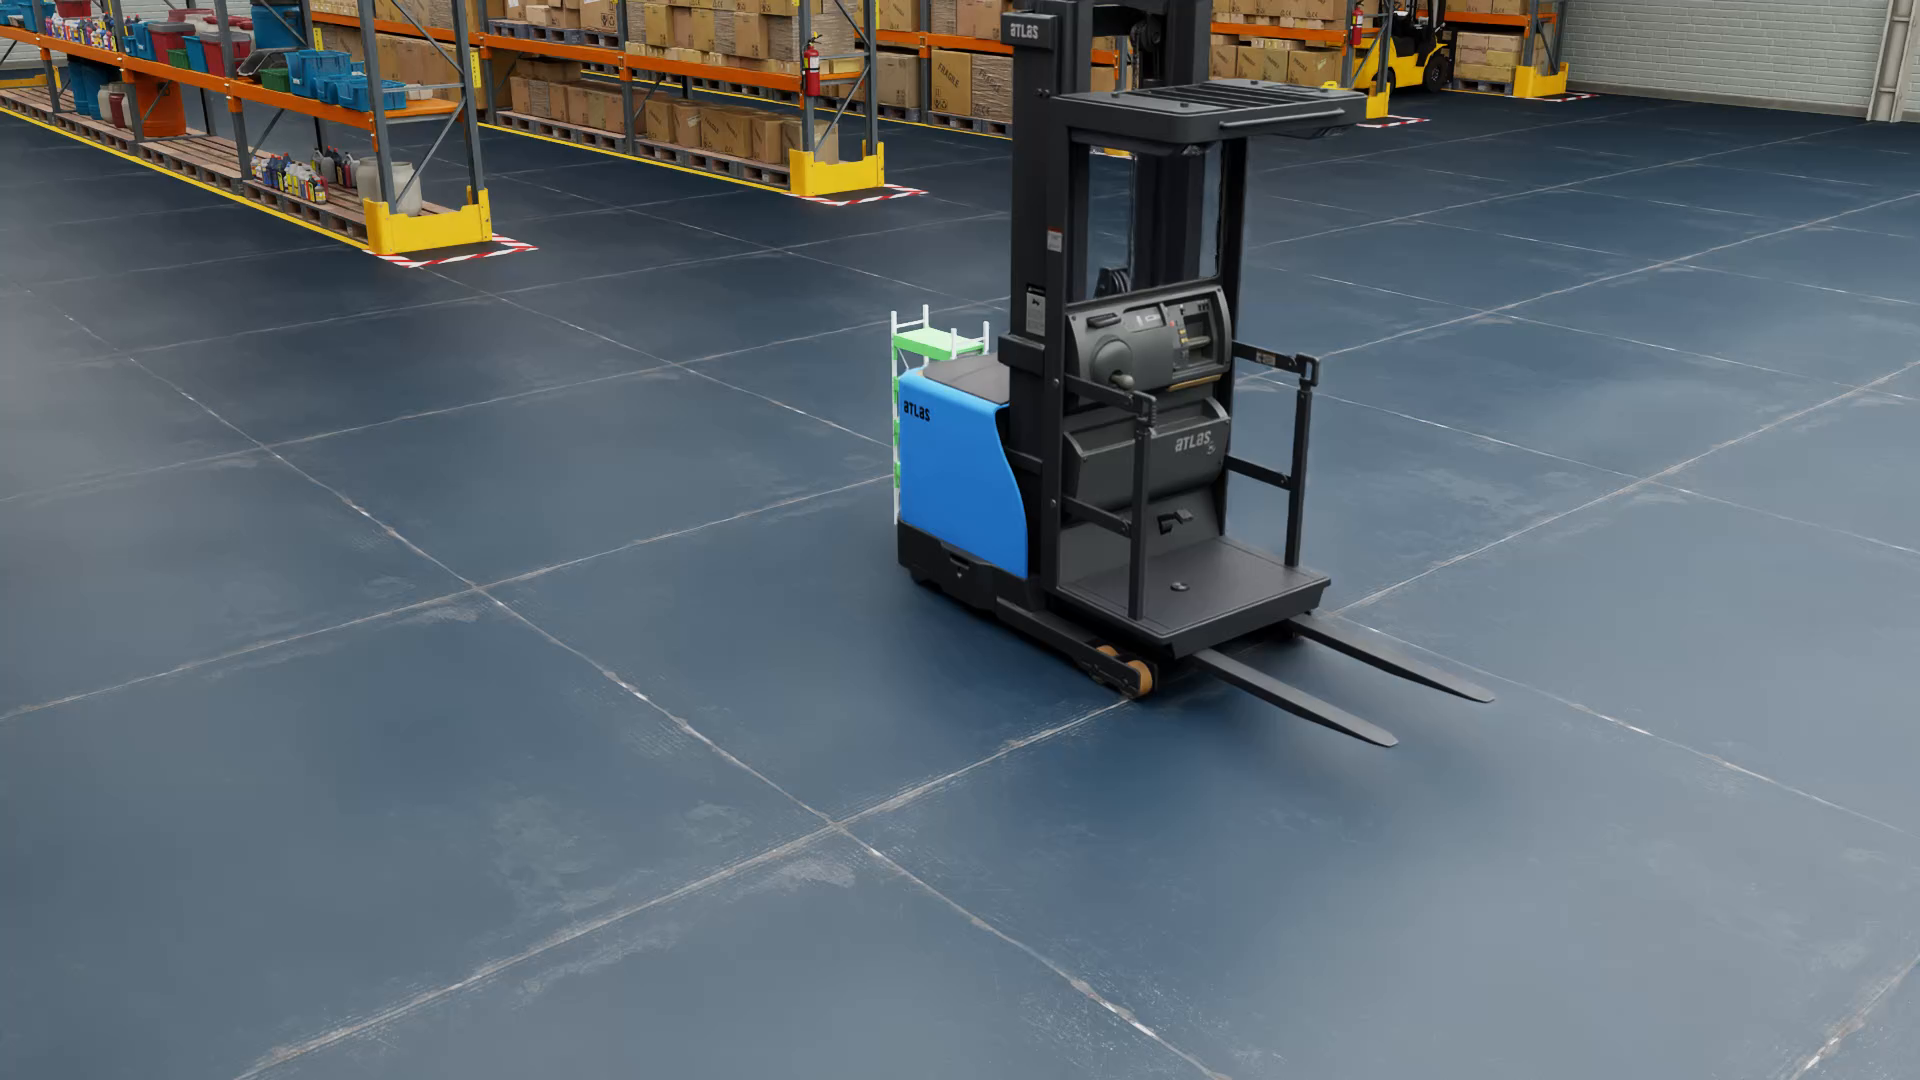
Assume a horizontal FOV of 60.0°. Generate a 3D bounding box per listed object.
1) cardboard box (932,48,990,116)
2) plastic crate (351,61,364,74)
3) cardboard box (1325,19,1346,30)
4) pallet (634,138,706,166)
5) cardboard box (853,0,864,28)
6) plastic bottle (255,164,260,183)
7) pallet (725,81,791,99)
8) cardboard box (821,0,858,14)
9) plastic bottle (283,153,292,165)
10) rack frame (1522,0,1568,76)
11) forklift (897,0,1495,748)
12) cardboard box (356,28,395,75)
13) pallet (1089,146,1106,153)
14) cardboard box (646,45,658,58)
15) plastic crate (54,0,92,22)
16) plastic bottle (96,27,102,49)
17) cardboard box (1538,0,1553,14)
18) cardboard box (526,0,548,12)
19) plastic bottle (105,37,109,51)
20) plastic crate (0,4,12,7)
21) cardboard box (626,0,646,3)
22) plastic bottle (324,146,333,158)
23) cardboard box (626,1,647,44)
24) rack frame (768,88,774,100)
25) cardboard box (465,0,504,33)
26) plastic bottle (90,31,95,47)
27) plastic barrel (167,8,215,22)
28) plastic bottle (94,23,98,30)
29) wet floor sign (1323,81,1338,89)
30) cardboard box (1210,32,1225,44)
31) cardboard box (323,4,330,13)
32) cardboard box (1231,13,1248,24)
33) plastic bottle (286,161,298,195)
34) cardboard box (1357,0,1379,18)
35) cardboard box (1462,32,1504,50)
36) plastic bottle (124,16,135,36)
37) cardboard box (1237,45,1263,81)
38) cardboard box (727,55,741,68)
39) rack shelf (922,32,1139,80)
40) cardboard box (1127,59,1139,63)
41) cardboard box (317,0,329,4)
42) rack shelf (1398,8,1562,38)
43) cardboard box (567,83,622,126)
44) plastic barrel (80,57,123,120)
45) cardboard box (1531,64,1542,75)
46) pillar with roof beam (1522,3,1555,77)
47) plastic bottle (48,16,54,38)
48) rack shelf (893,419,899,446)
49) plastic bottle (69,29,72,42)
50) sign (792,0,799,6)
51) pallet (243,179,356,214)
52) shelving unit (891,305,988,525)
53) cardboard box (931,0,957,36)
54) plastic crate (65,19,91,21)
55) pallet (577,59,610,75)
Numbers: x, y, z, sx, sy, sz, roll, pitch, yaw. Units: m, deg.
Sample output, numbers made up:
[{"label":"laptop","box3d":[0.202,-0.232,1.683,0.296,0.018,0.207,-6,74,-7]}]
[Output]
[{"label":"cardboard box","box3d":[0.192,-6.754,24.453,0.875,0.875,0.875,-17,27,-37]},{"label":"plastic crate","box3d":[-6.813,-5.096,18.086,0.499,0.251,0.616,-17,27,-37]},{"label":"cardboard box","box3d":[5.723,-7.775,25.066,0.380,0.149,0.250,-16,27,-36]},{"label":"pallet","box3d":[-3.524,-5.110,21.742,1.003,0.211,1.213,-17,27,-37]},{"label":"cardboard box","box3d":[-1.368,-8.145,25.529,0.500,0.500,0.500,-17,27,-37]},{"label":"plastic bottle","box3d":[-7.799,-4.088,18.542,0.097,0.201,0.097,0,21,0]},{"label":"pallet","box3d":[-3.285,-7.761,28.511,1.003,0.211,1.213,-17,27,-37]},{"label":"cardboard box","box3d":[-1.530,-6.348,19.162,0.500,0.500,0.500,-17,27,-37]},{"label":"plastic bottle","box3d":[-7.419,-4.091,18.344,0.144,0.351,0.185,-17,27,-37]},{"label":"rack frame","box3d":[9.888,-9.022,27.906,1.000,3.000,0.127,-17,27,-37]},{"label":"forklift","box3d":[0.980,-0.878,7.207,1.130,2.935,3.031,-16,26,-35]},{"label":"cardboard box","box3d":[-9.581,-8.204,28.154,0.875,0.875,0.875,-17,27,-37]},{"label":"pallet","box3d":[1.864,-5.537,22.832,1.003,0.211,1.213,-17,27,-37]},{"label":"cardboard box","box3d":[-3.739,-6.203,21.053,0.380,0.149,0.250,-17,27,-37]},{"label":"plastic crate","box3d":[-13.356,-7.981,25.078,0.402,0.464,0.583,-17,27,-37]},{"label":"plastic bottle","box3d":[-11.406,-6.670,22.076,0.097,0.271,0.097,0,21,0]},{"label":"cardboard box","box3d":[9.775,-9.272,28.406,0.500,0.500,0.500,-16,27,-36]},{"label":"cardboard box","box3d":[-5.777,-7.663,23.722,0.700,0.500,0.500,-13,25,-30]},{"label":"plastic bottle","box3d":[-11.152,-6.529,21.814,0.097,0.201,0.097,0,21,0]},{"label":"plastic crate","box3d":[-15.233,-8.344,26.321,0.416,0.233,0.300,-17,27,-37]},{"label":"cardboard box","box3d":[-3.888,-7.051,20.958,0.500,0.500,0.500,-17,27,-37]},{"label":"plastic bottle","box3d":[-7.102,-4.269,18.799,0.144,0.351,0.185,-18,28,-39]},{"label":"cardboard box","box3d":[-3.742,-6.632,21.258,0.875,0.500,0.500,-17,27,-37]},{"label":"rack frame","box3d":[-2.776,-8.844,27.450,1.000,3.000,0.127,-17,27,-37]},{"label":"cardboard box","box3d":[-7.110,-7.815,24.686,0.500,0.500,0.500,-16,27,-36]},{"label":"plastic bottle","box3d":[-11.596,-6.718,22.295,0.097,0.201,0.097,0,21,0]},{"label":"plastic barrel","box3d":[-9.820,-6.519,21.328,0.600,0.536,0.708,-17,27,-37]},{"label":"plastic bottle","box3d":[-11.697,-6.869,22.568,0.061,0.283,0.133,-17,27,-37]},{"label":"wet floor sign","box3d":[5.443,-6.436,24.532,0.267,0.644,0.232,-8,23,-19]},{"label":"cardboard box","box3d":[4.072,-8.094,26.812,0.380,0.149,0.250,-16,27,-35]},{"label":"cardboard box","box3d":[-10.663,-9.111,28.477,0.380,0.149,0.250,-17,27,-37]},{"label":"cardboard box","box3d":[4.495,-8.246,26.268,0.380,0.149,0.250,-18,27,-38]},{"label":"plastic bottle","box3d":[-7.128,-3.887,17.823,0.144,0.351,0.185,-18,27,-38]},{"label":"cardboard box","box3d":[6.031,-8.222,25.317,0.500,0.500,0.500,-18,28,-38]},{"label":"cardboard box","box3d":[9.013,-8.596,28.641,0.500,0.250,0.500,-17,27,-36]},{"label":"plastic bottle","box3d":[-11.424,-7.040,22.913,0.144,0.351,0.185,-17,27,-37]},{"label":"cardboard box","box3d":[4.742,-7.548,26.308,0.500,0.500,0.500,-18,28,-39]},{"label":"cardboard box","box3d":[-2.549,-5.735,19.857,0.380,0.149,0.250,-17,27,-37]},{"label":"rack shelf","box3d":[1.140,-6.851,23.349,1.077,0.370,4.000,-17,27,-37]},{"label":"cardboard box","box3d":[3.174,-8.061,28.480,0.950,0.372,0.625,-17,27,-37]},{"label":"cardboard box","box3d":[-10.699,-9.348,28.536,0.500,0.250,0.500,-18,28,-38]},{"label":"rack shelf","box3d":[8.582,-9.240,29.448,1.077,0.370,4.000,-17,27,-37]},{"label":"cardboard box","box3d":[-5.036,-6.092,23.249,0.500,0.500,0.700,20,29,41]},{"label":"plastic barrel","box3d":[-12.159,-6.485,23.731,0.600,0.901,0.708,-17,27,-37]},{"label":"cardboard box","box3d":[9.715,-8.120,28.797,0.500,0.250,0.500,-17,27,-37]},{"label":"pillar with roof beam","box3d":[6.855,-11.198,25.235,9.100,9.000,0.400,-17,27,-37]},{"label":"plastic bottle","box3d":[-12.960,-7.323,23.727,0.061,0.283,0.133,-17,27,-37]},{"label":"rack shelf","box3d":[-0.108,-0.545,8.905,0.258,0.148,0.480,-17,27,-37]},{"label":"plastic bottle","box3d":[-12.290,-7.011,23.045,0.097,0.201,0.097,0,21,0]},{"label":"sign","box3d":[-1.811,-6.040,18.272,0.100,0.325,0.005,-17,27,-37]},{"label":"pallet","box3d":[-7.334,-3.913,18.684,1.003,0.211,1.213,-17,27,-37]},{"label":"shelving unit","box3d":[-0.108,-0.604,8.882,0.258,1.200,0.503,-17,27,-37]},{"label":"cardboard box","box3d":[0.084,-7.709,24.348,0.875,0.550,0.550,-17,27,-37]},{"label":"plastic crate","box3d":[-13.159,-7.685,24.770,0.396,0.136,0.243,-17,27,-37]},{"label":"pallet","box3d":[-6.653,-9.165,32.094,1.003,0.211,1.213,-17,27,-37]}]
